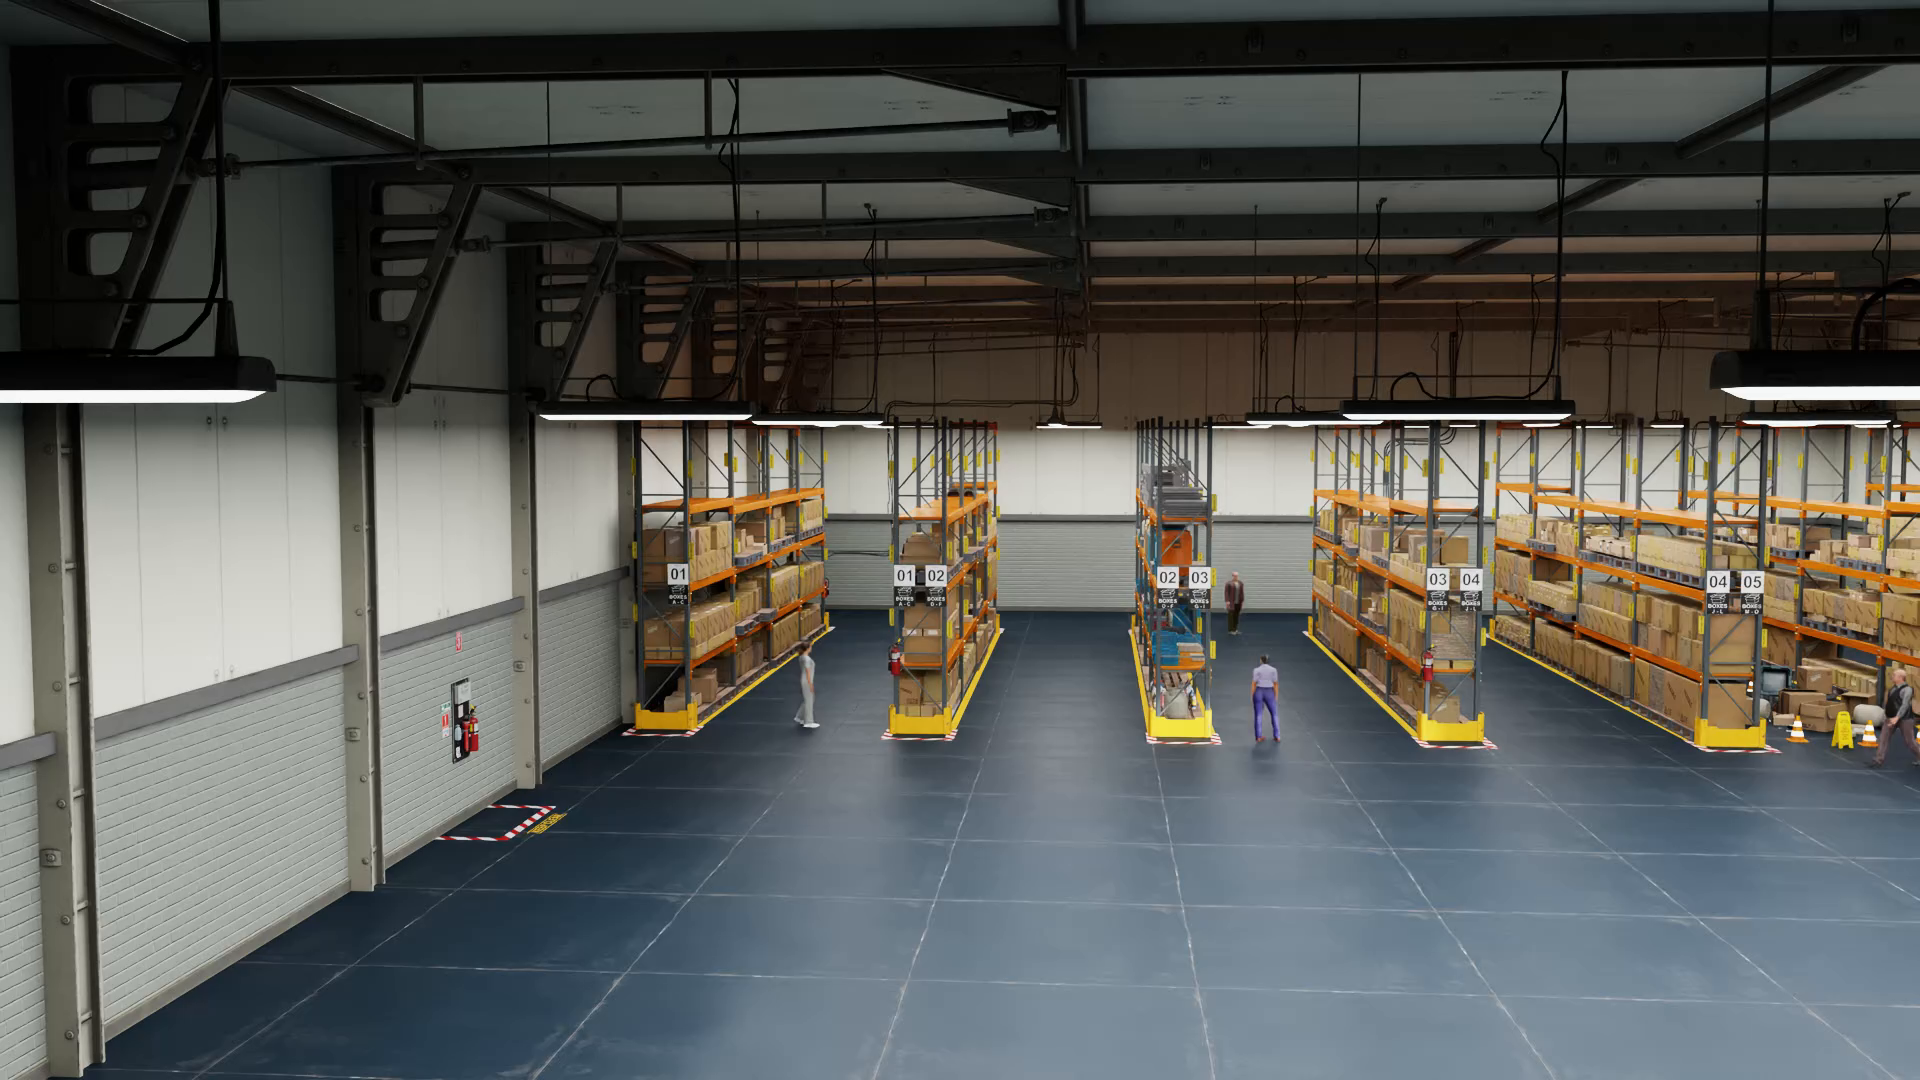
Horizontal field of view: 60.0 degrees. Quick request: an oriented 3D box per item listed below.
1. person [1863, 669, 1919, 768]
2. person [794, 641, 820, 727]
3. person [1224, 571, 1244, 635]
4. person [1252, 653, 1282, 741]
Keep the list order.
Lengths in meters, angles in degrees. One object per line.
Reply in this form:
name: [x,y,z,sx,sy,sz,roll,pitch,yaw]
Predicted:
person: [15.921,3.042,28.214,1.024,1.689,0.508,-1,4,-14]
person: [-2.970,2.794,32.263,0.456,1.691,0.523,-1,4,-14]
person: [7.748,1.776,46.866,0.634,1.791,0.512,-1,4,-19]
person: [5.669,2.949,30.669,0.555,1.562,0.390,2,4,24]
